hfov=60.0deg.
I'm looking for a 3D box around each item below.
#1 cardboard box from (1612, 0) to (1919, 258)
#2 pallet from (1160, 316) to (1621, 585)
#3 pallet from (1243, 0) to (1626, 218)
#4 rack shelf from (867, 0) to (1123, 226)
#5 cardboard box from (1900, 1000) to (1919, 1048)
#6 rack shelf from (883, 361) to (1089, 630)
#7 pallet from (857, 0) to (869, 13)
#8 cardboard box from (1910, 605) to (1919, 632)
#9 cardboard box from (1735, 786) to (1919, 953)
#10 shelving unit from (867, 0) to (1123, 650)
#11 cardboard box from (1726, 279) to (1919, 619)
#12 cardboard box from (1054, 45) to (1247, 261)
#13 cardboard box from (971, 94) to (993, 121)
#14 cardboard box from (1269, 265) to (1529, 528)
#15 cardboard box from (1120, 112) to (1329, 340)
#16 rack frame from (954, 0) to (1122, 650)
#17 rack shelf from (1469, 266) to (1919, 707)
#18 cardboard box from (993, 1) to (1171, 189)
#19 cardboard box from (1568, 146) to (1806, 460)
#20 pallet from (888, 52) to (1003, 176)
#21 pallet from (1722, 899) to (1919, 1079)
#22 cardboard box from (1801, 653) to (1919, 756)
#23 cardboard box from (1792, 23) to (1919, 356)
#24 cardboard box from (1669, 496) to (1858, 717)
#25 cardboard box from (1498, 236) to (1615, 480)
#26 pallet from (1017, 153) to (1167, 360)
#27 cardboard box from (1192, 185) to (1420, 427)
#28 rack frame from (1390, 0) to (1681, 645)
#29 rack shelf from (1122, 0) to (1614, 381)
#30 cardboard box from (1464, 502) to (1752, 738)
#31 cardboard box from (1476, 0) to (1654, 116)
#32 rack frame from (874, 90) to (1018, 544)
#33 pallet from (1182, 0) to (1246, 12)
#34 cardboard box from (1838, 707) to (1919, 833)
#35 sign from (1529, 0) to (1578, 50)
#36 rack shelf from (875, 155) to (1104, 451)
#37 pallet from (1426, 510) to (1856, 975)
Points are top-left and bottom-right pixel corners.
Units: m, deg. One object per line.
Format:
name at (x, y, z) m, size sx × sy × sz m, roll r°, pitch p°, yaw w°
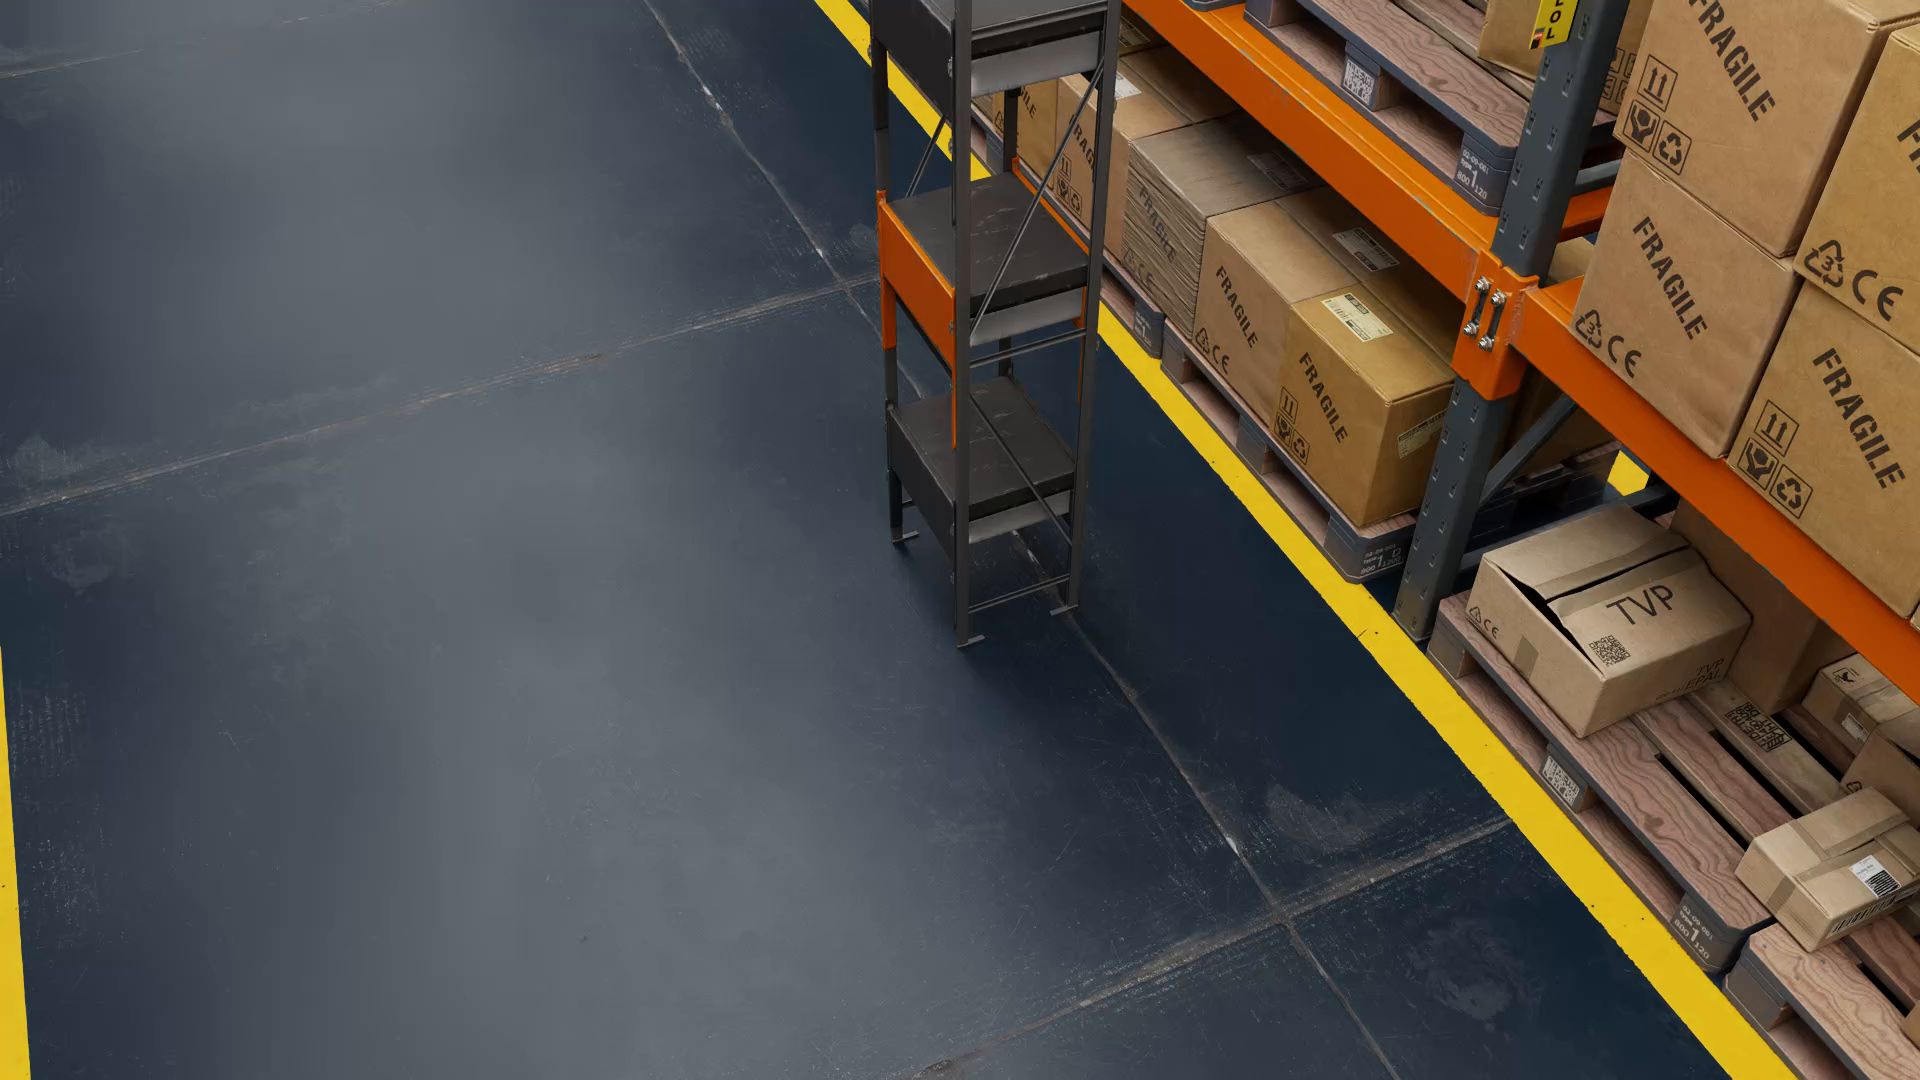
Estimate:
cardboard box at (1.721, -0.952, 3.296) m, size 0.500 × 0.500 × 0.500 m, roll -17°, pitch 47°, yaw -16°
pallet at (1.402, -0.459, 5.565) m, size 1.003 × 0.211 × 1.213 m, roll -18°, pitch 47°, yaw -17°
pallet at (1.541, -1.417, 4.687) m, size 1.003 × 0.211 × 1.213 m, roll -18°, pitch 47°, yaw -17°
rack shelf at (0.070, -1.130, 3.924) m, size 0.431 × 0.518 × 0.480 m, roll -18°, pitch 47°, yaw -17°
cardboard box at (2.573, 0.984, 3.582) m, size 0.797 × 0.503 × 0.637 m, roll -18°, pitch 47°, yaw -17°
rack shelf at (0.070, -0.134, 4.907) m, size 0.431 × 0.518 × 0.480 m, roll -18°, pitch 47°, yaw -17°
pallet at (-0.215, -3.037, 8.177) m, size 1.003 × 0.211 × 1.213 m, roll -18°, pitch 47°, yaw -17°
cardboard box at (2.172, 0.070, 2.972) m, size 0.500 × 0.500 × 0.500 m, roll -18°, pitch 47°, yaw -18°
cardboard box at (2.131, 0.787, 4.020) m, size 0.380 × 0.166 × 0.250 m, roll -18°, pitch 47°, yaw -17°
shelving unit at (0.070, -0.642, 4.406) m, size 0.431 × 2.100 × 0.503 m, roll -18°, pitch 47°, yaw -17°
cardboard box at (1.963, -0.249, 3.296) m, size 0.500 × 0.500 × 0.500 m, roll -17°, pitch 47°, yaw -17°
cardboard box at (0.684, -1.401, 6.001) m, size 0.500 × 0.500 × 0.500 m, roll -20°, pitch 48°, yaw -19°
cardboard box at (0.253, -2.054, 6.662) m, size 0.500 × 0.500 × 0.500 m, roll -20°, pitch 48°, yaw -19°
cardboard box at (1.310, -0.441, 5.028) m, size 0.500 × 0.500 × 0.500 m, roll -18°, pitch 47°, yaw -18°
cardboard box at (0.900, -1.078, 5.673) m, size 0.500 × 0.500 × 0.500 m, roll -17°, pitch 47°, yaw -17°
rack frame at (0.172, -0.486, 4.248) m, size 0.400 × 2.100 × 0.015 m, roll -18°, pitch 47°, yaw -17°
rack shelf at (2.619, 0.586, 3.032) m, size 1.077 × 0.370 × 4.000 m, roll -18°, pitch 47°, yaw -17°
cardboard box at (0.460, -1.733, 6.337) m, size 0.500 × 0.500 × 0.500 m, roll -19°, pitch 48°, yaw -18°
cardboard box at (1.745, -0.575, 3.625) m, size 0.500 × 0.500 × 0.500 m, roll -17°, pitch 47°, yaw -16°
pallet at (0.376, -2.014, 7.141) m, size 1.003 × 0.211 × 1.213 m, roll -18°, pitch 47°, yaw -17°
pallet at (2.583, 1.265, 3.818) m, size 1.003 × 0.211 × 1.213 m, roll -18°, pitch 47°, yaw -17°
cardboard box at (2.487, 0.415, 4.411) m, size 0.380 × 0.149 × 0.250 m, roll -18°, pitch 47°, yaw -17°
cardboard box at (1.938, -0.624, 2.963) m, size 0.500 × 0.500 × 0.500 m, roll -19°, pitch 48°, yaw -19°
cardboard box at (2.275, 0.068, 4.512) m, size 0.500 × 0.500 × 0.500 m, roll -18°, pitch 47°, yaw -17°
cardboard box at (1.796, -0.591, 5.180) m, size 0.500 × 0.500 × 0.500 m, roll -20°, pitch 48°, yaw -19°
pallet at (0.885, -1.237, 6.354) m, size 1.003 × 0.211 × 1.213 m, roll -18°, pitch 47°, yaw -17°
cardboard box at (1.110, -0.758, 5.349) m, size 0.500 × 0.500 × 0.500 m, roll -18°, pitch 47°, yaw -17°
rack frame at (1.778, -0.944, 4.071) m, size 1.000 × 3.000 × 0.127 m, roll -18°, pitch 47°, yaw -17°
rack shelf at (0.937, -1.963, 5.616) m, size 1.077 × 0.370 × 4.000 m, roll -18°, pitch 47°, yaw -17°
cardboard box at (1.758, 0.188, 4.525) m, size 0.500 × 0.311 × 0.500 m, roll -18°, pitch 47°, yaw -17°
cardboard box at (1.782, -1.497, 4.262) m, size 0.700 × 0.500 × 0.500 m, roll -34°, pitch 54°, yaw -30°
rack frame at (-0.033, -0.797, 4.563) m, size 0.400 × 2.100 × 0.015 m, roll -18°, pitch 47°, yaw -17°
pallet at (0.918, -2.187, 5.467) m, size 1.003 × 0.211 × 1.213 m, roll -18°, pitch 47°, yaw -17°
cardboard box at (2.590, 0.614, 4.094) m, size 0.500 × 0.311 × 0.500 m, roll -18°, pitch 47°, yaw -17°
sign at (1.276, -1.190, 3.496) m, size 0.100 × 0.325 × 0.005 m, roll -18°, pitch 47°, yaw -17°
rack shelf at (0.070, -0.632, 4.415) m, size 0.431 × 0.518 × 0.480 m, roll -18°, pitch 47°, yaw -17°
pallet at (2.066, 0.486, 4.607) m, size 1.003 × 0.211 × 1.213 m, roll -18°, pitch 47°, yaw -17°
